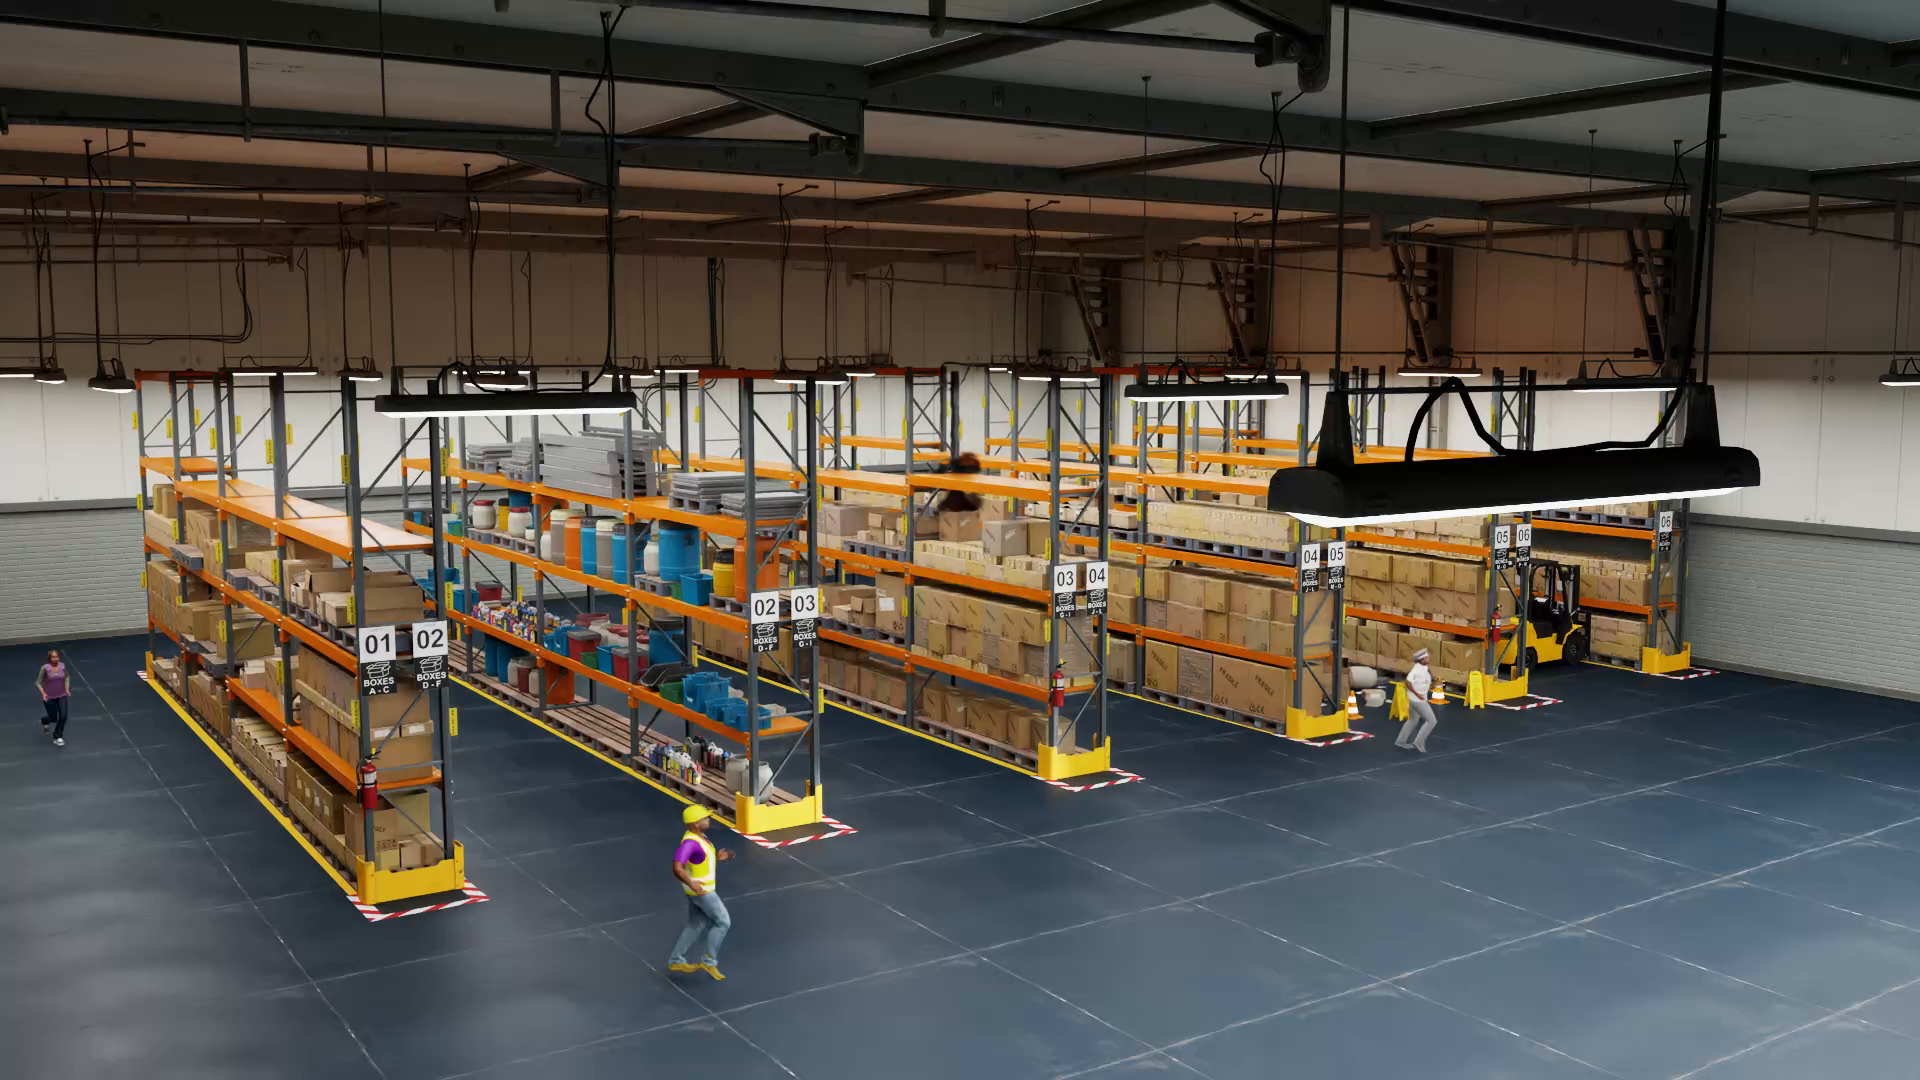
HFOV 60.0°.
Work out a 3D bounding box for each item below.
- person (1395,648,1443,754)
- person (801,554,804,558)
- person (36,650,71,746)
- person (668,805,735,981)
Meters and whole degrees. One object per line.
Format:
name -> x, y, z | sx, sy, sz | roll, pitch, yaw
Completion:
person -> 7.249, 2.558, 26.229 | 0.704, 1.730, 0.580 | 1, 7, 12
person -> -3.712, 1.149, 38.655 | 0.609, 1.649, 0.959 | -3, 7, -28
person -> -14.686, 2.534, 26.938 | 0.598, 1.554, 0.522 | 6, 9, 42
person -> -2.605, 3.569, 16.818 | 0.695, 1.813, 0.674 | -2, 7, -14
